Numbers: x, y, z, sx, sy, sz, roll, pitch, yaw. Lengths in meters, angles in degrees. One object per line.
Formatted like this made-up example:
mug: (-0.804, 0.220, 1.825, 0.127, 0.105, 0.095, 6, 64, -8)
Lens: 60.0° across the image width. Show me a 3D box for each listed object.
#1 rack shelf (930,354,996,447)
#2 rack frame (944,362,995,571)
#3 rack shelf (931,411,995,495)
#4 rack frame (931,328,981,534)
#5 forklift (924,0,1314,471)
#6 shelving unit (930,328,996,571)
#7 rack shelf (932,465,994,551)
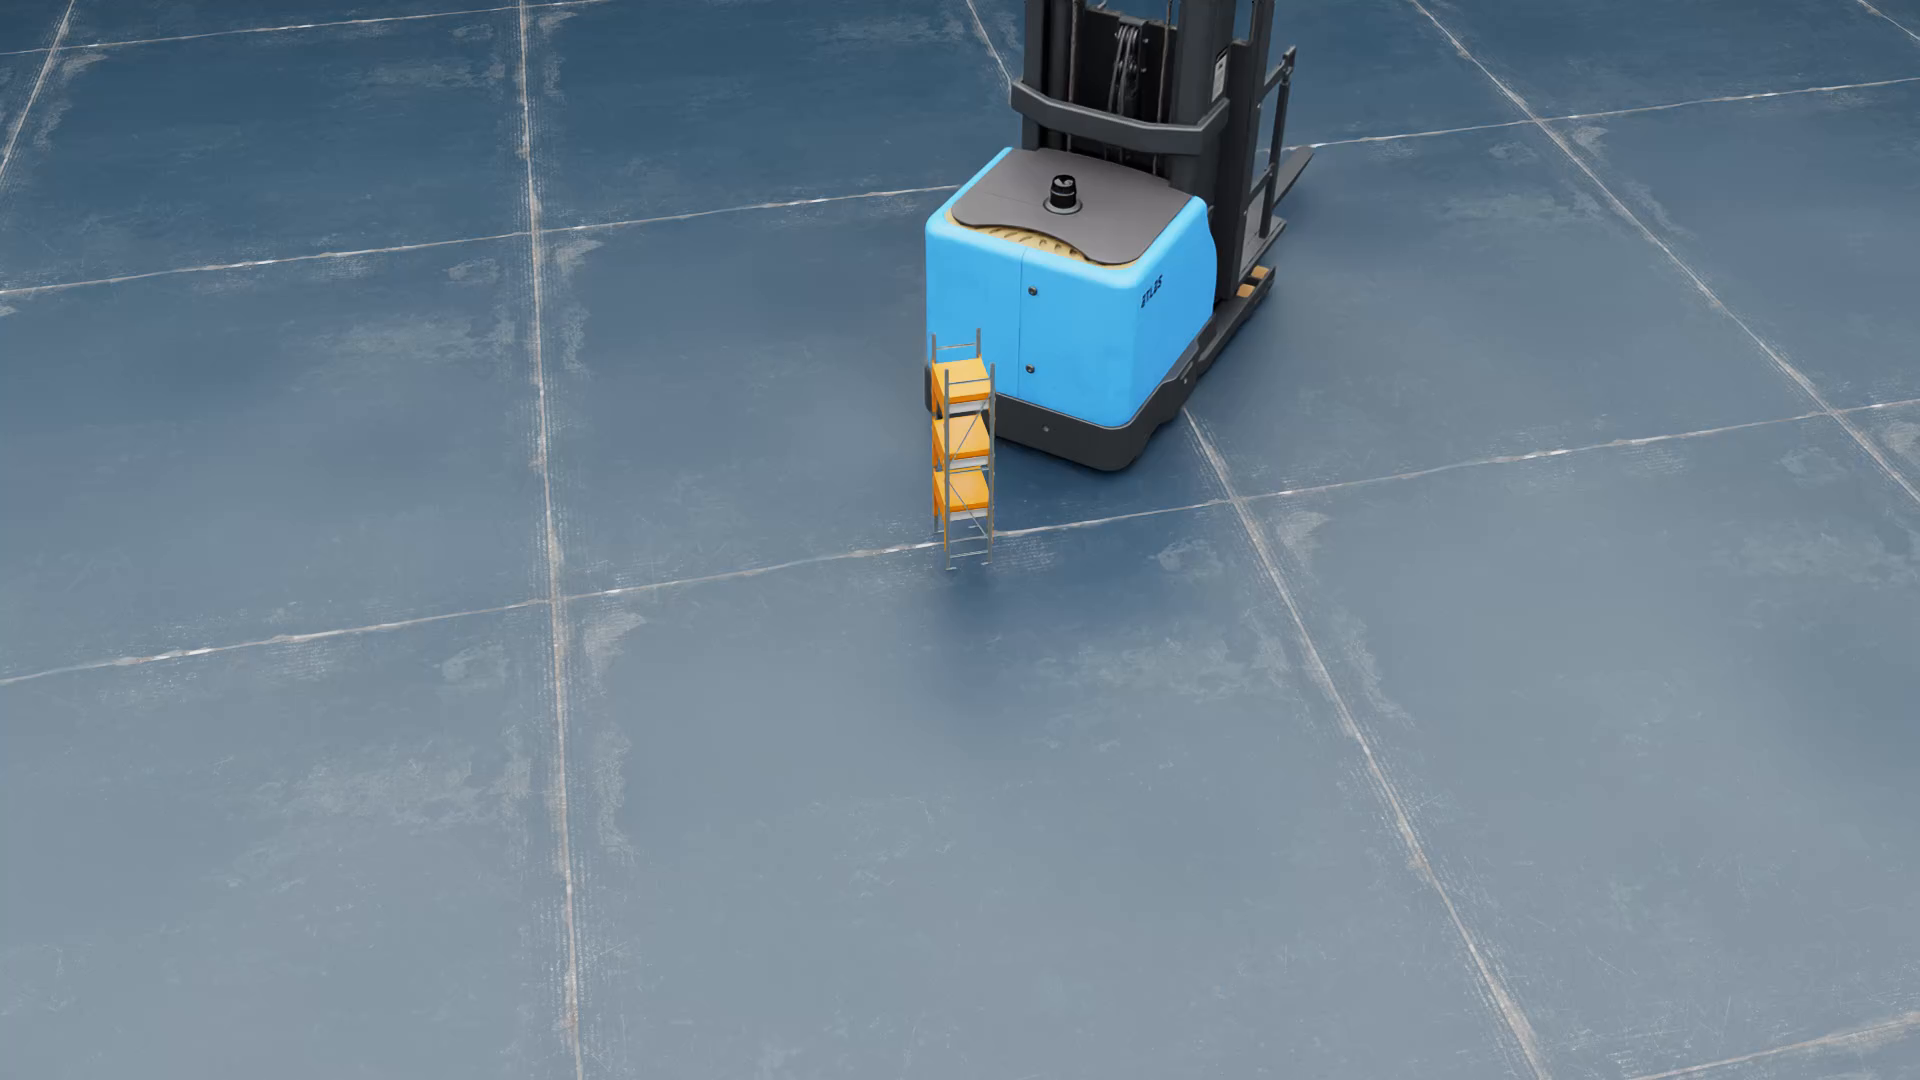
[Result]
rack shelf: (0.012, -0.562, 6.681, 0.215, 0.259, 0.240, -8, 42, -9)
rack frame: (0.038, -0.279, 6.773, 0.200, 1.050, 0.008, -8, 42, -9)
rack shelf: (0.012, -0.350, 6.869, 0.215, 0.259, 0.240, -8, 42, -9)
rack frame: (-0.015, -0.437, 6.951, 0.200, 1.050, 0.008, -8, 42, -9)
forklift: (0.984, -2.376, 7.718, 1.130, 2.935, 3.031, 20, 45, 21)
shelving unit: (0.012, -0.358, 6.862, 0.215, 1.050, 0.252, -8, 42, -9)
rack shelf: (0.012, -0.142, 7.054, 0.215, 0.259, 0.240, -8, 42, -9)
